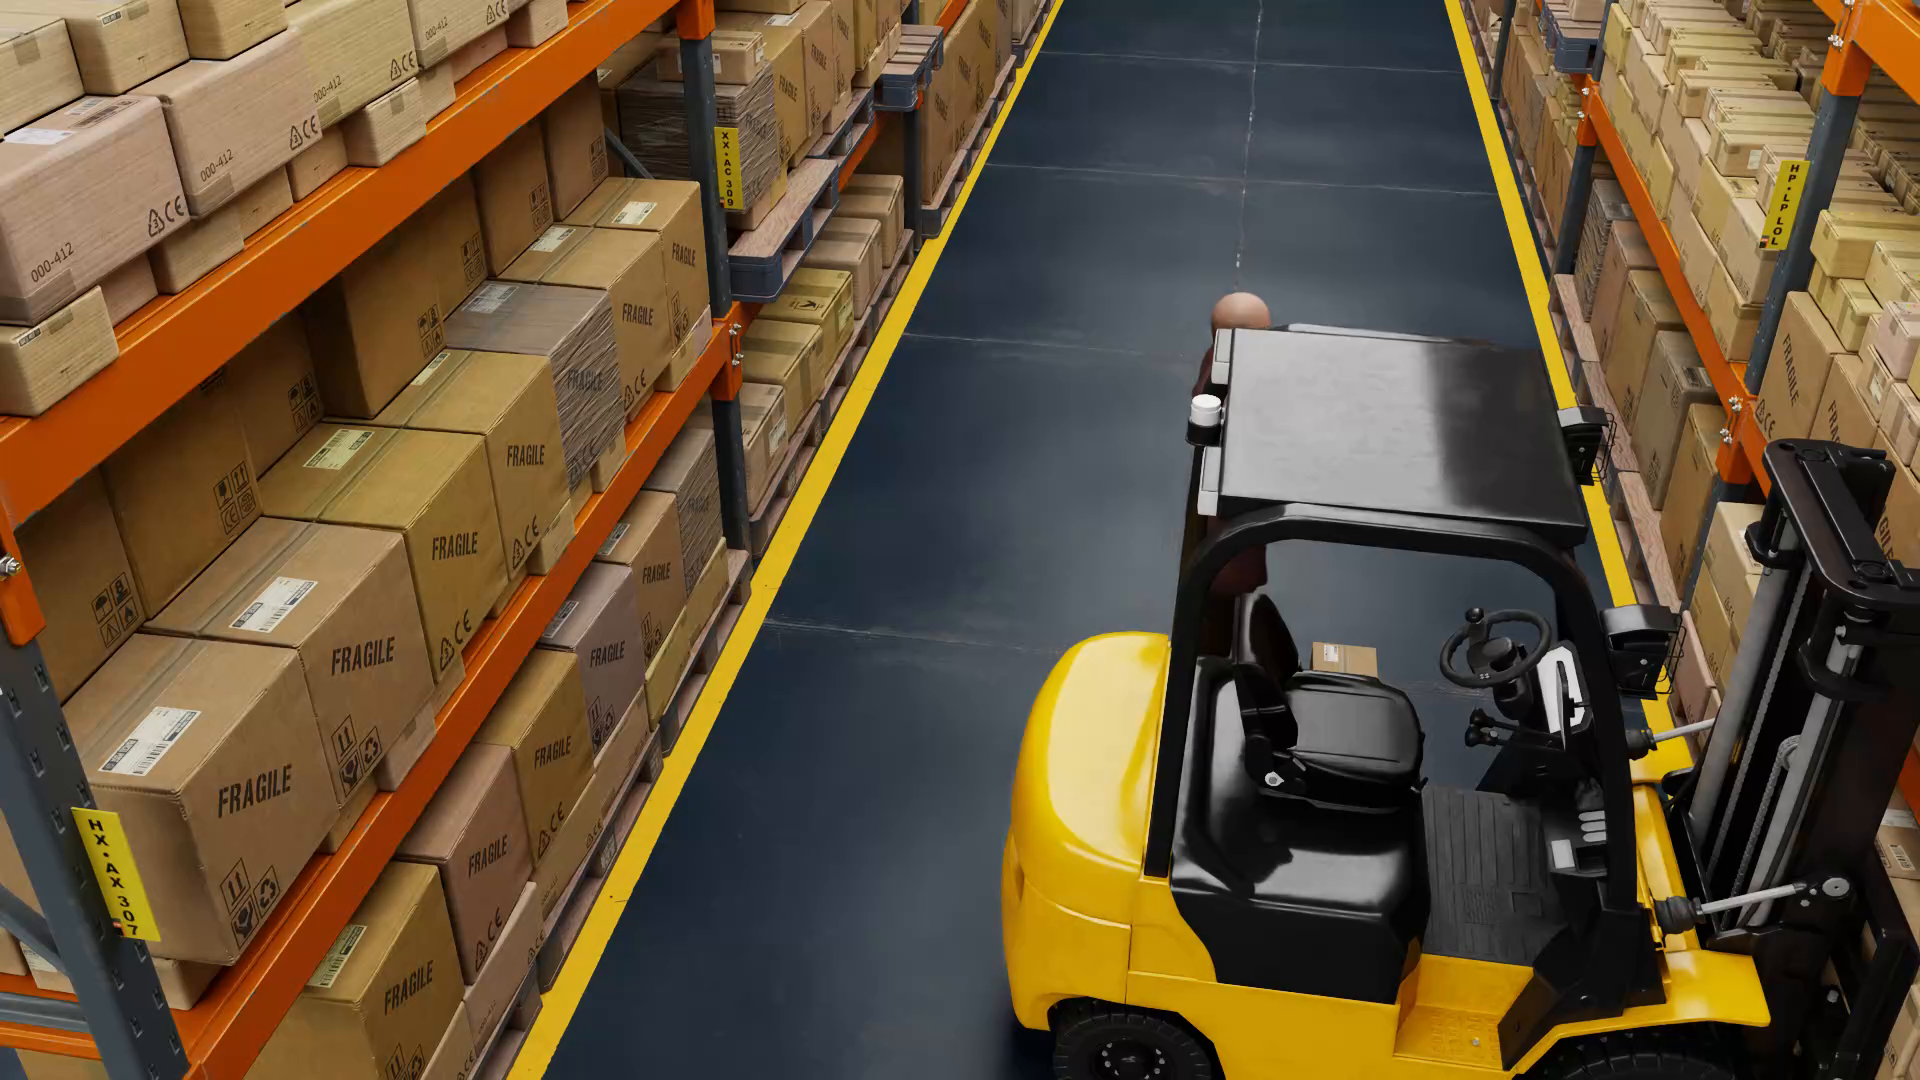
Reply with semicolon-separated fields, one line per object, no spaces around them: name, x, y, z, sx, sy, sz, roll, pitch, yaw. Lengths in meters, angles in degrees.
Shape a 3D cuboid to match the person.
person;1.026;-0.108;6.329;0.378;1.775;0.562;6;32;9
